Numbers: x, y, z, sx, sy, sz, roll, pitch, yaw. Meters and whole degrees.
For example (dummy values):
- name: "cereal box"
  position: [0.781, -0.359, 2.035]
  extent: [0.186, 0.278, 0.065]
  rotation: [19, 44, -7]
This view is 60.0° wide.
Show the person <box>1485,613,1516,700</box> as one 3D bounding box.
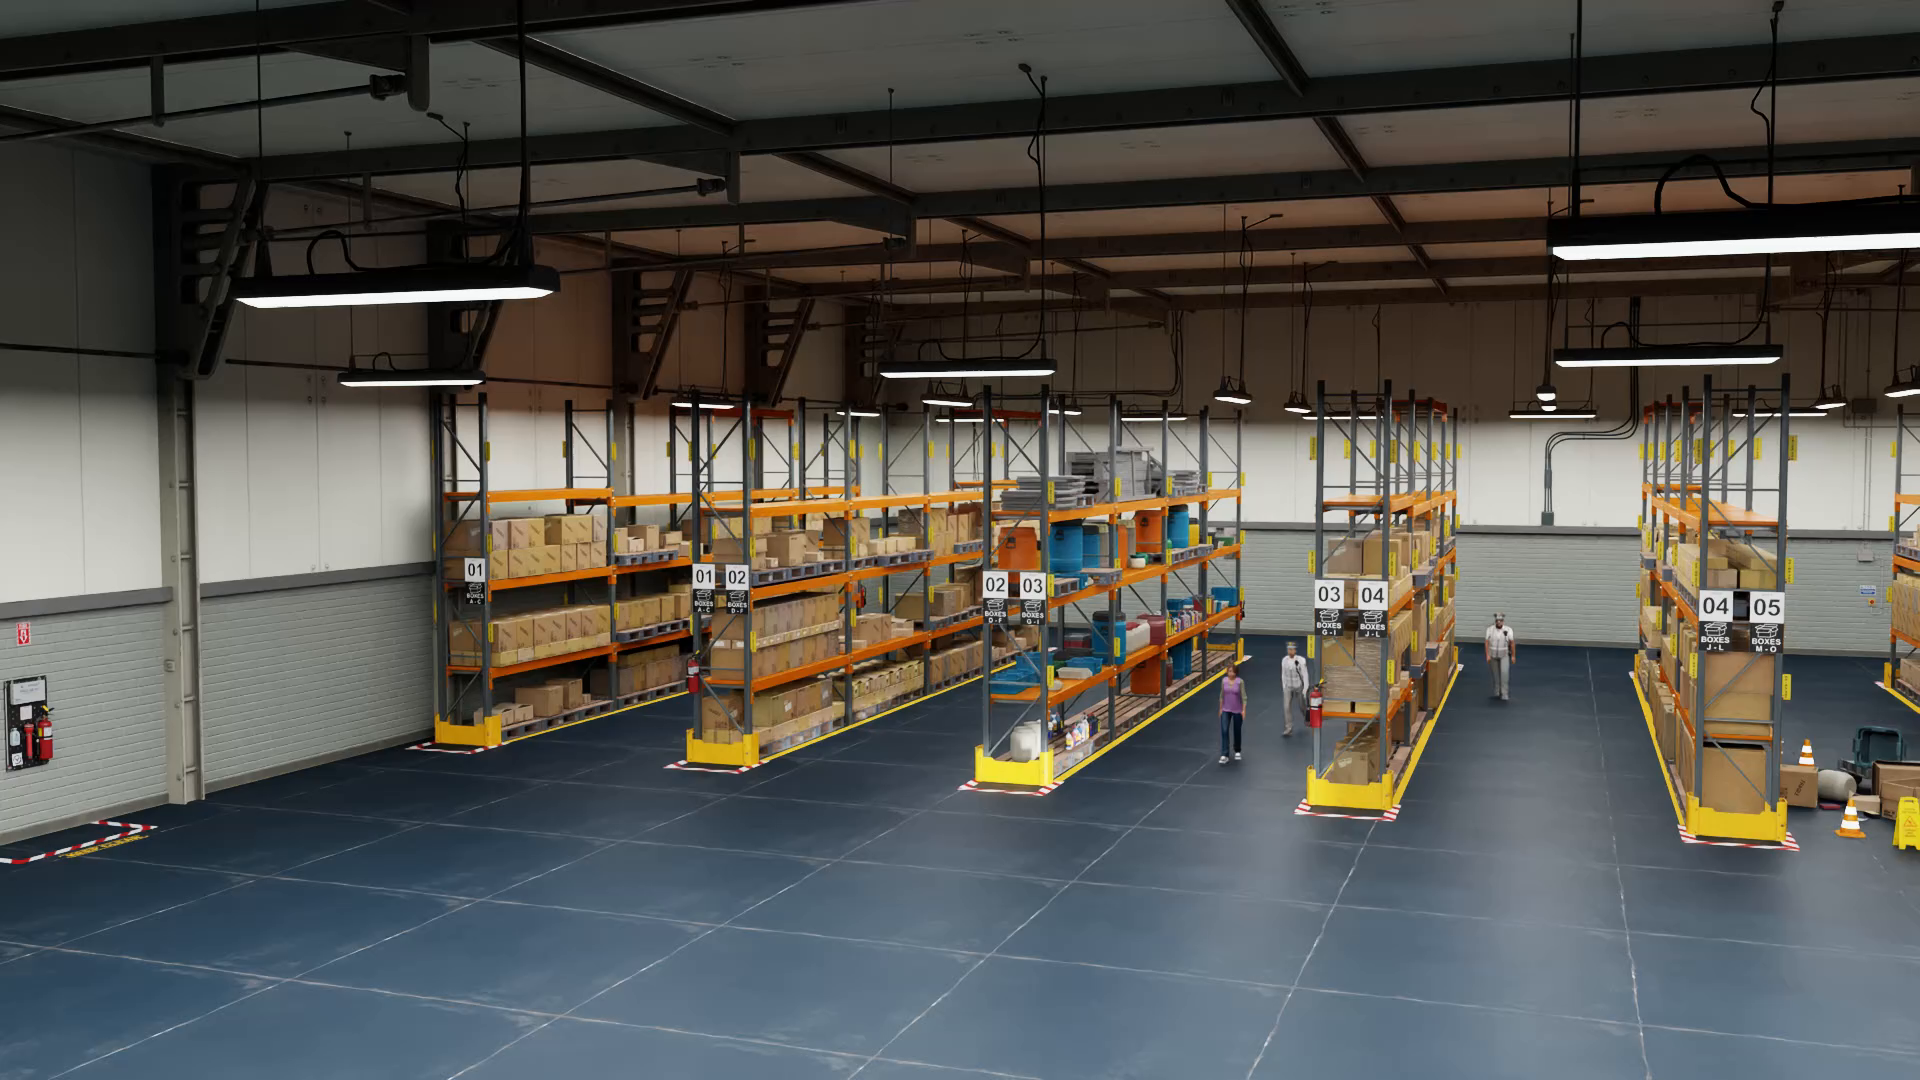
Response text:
- name: "person"
  position: [10.869, 2.330, 33.529]
  extent: [0.578, 1.718, 0.961]
  rotation: [2, 3, 28]

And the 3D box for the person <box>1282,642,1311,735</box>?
- name: "person"
  position: [5.975, 2.607, 29.562]
  extent: [0.508, 1.632, 0.941]
  rotation: [2, 3, 29]

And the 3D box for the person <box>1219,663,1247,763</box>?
- name: "person"
  position: [4.382, 2.774, 26.780]
  extent: [0.483, 1.582, 0.708]
  rotation: [1, 3, 20]
